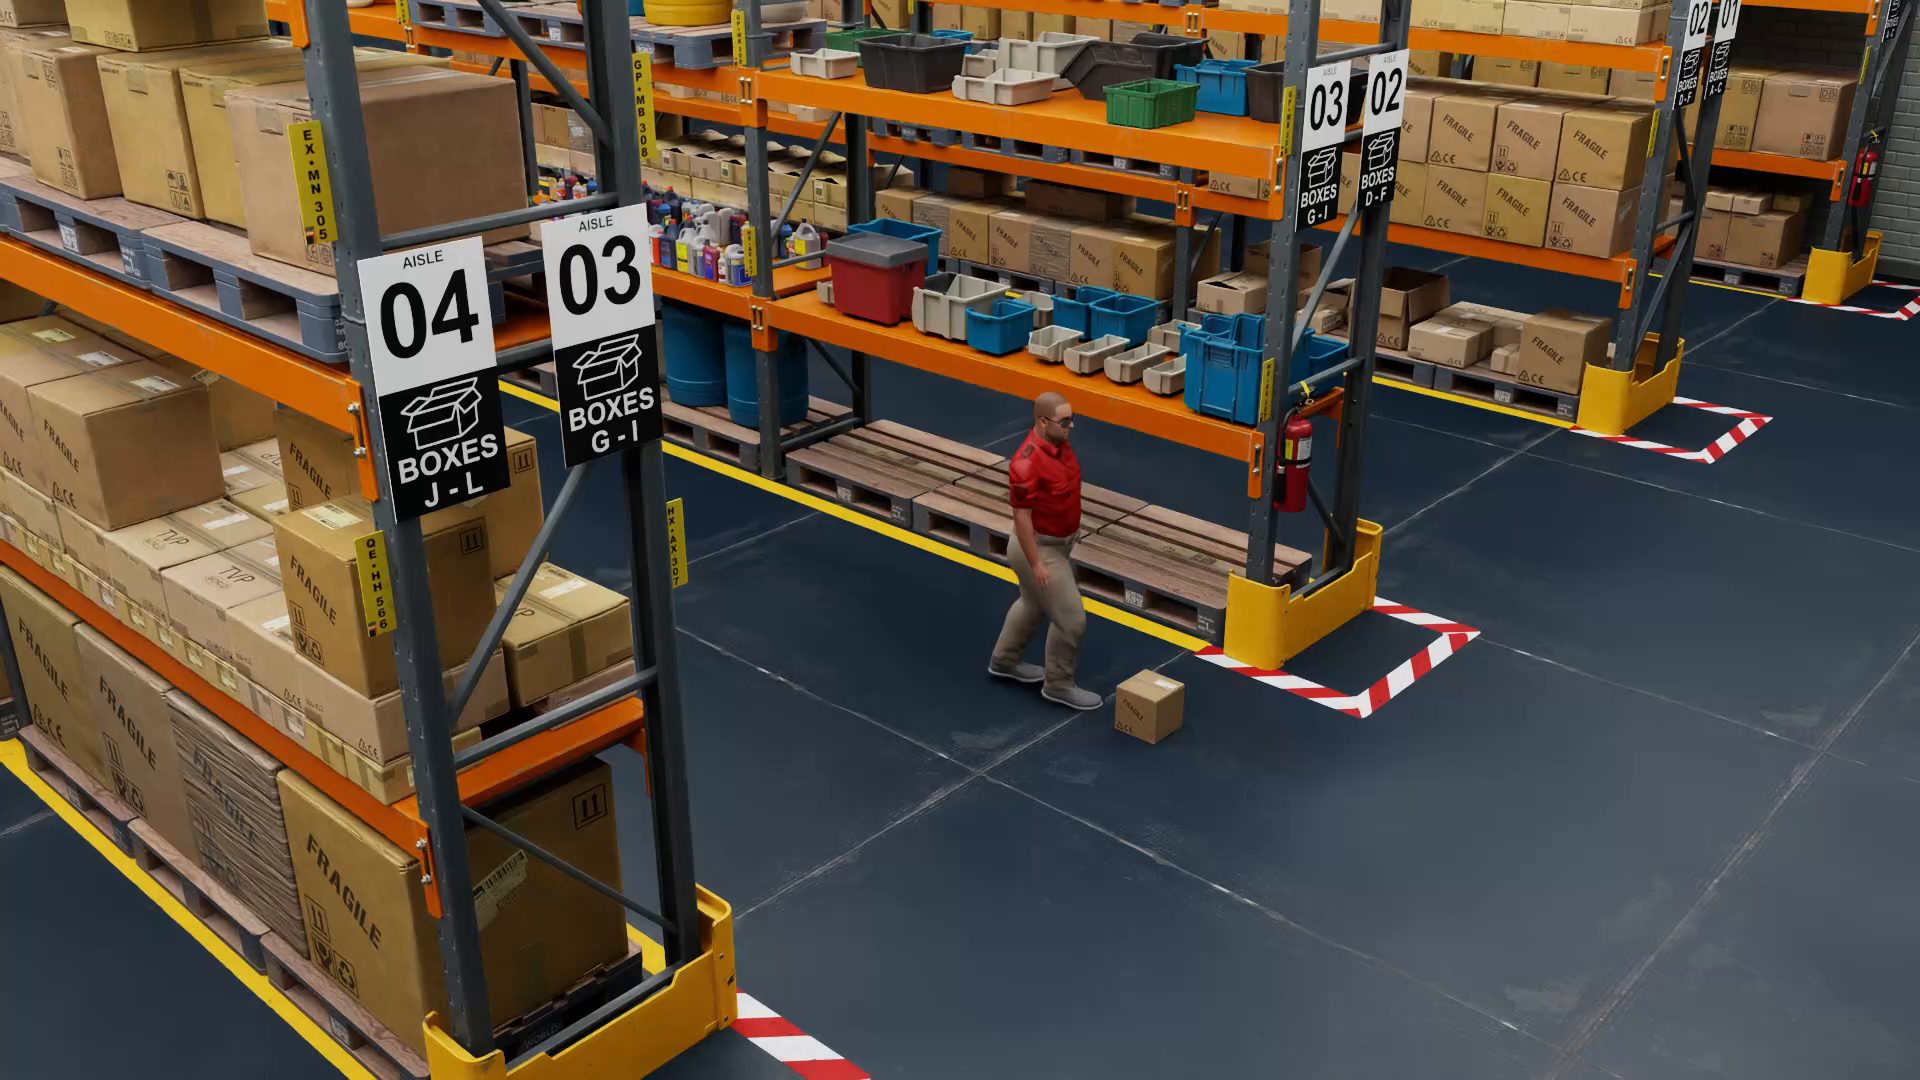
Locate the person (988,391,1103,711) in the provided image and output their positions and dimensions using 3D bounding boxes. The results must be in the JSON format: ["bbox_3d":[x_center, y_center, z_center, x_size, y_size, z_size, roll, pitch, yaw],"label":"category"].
[{"bbox_3d":[0.439,0.046,8.534,0.674,1.719,0.538,9,25,20],"label":"person"}]
